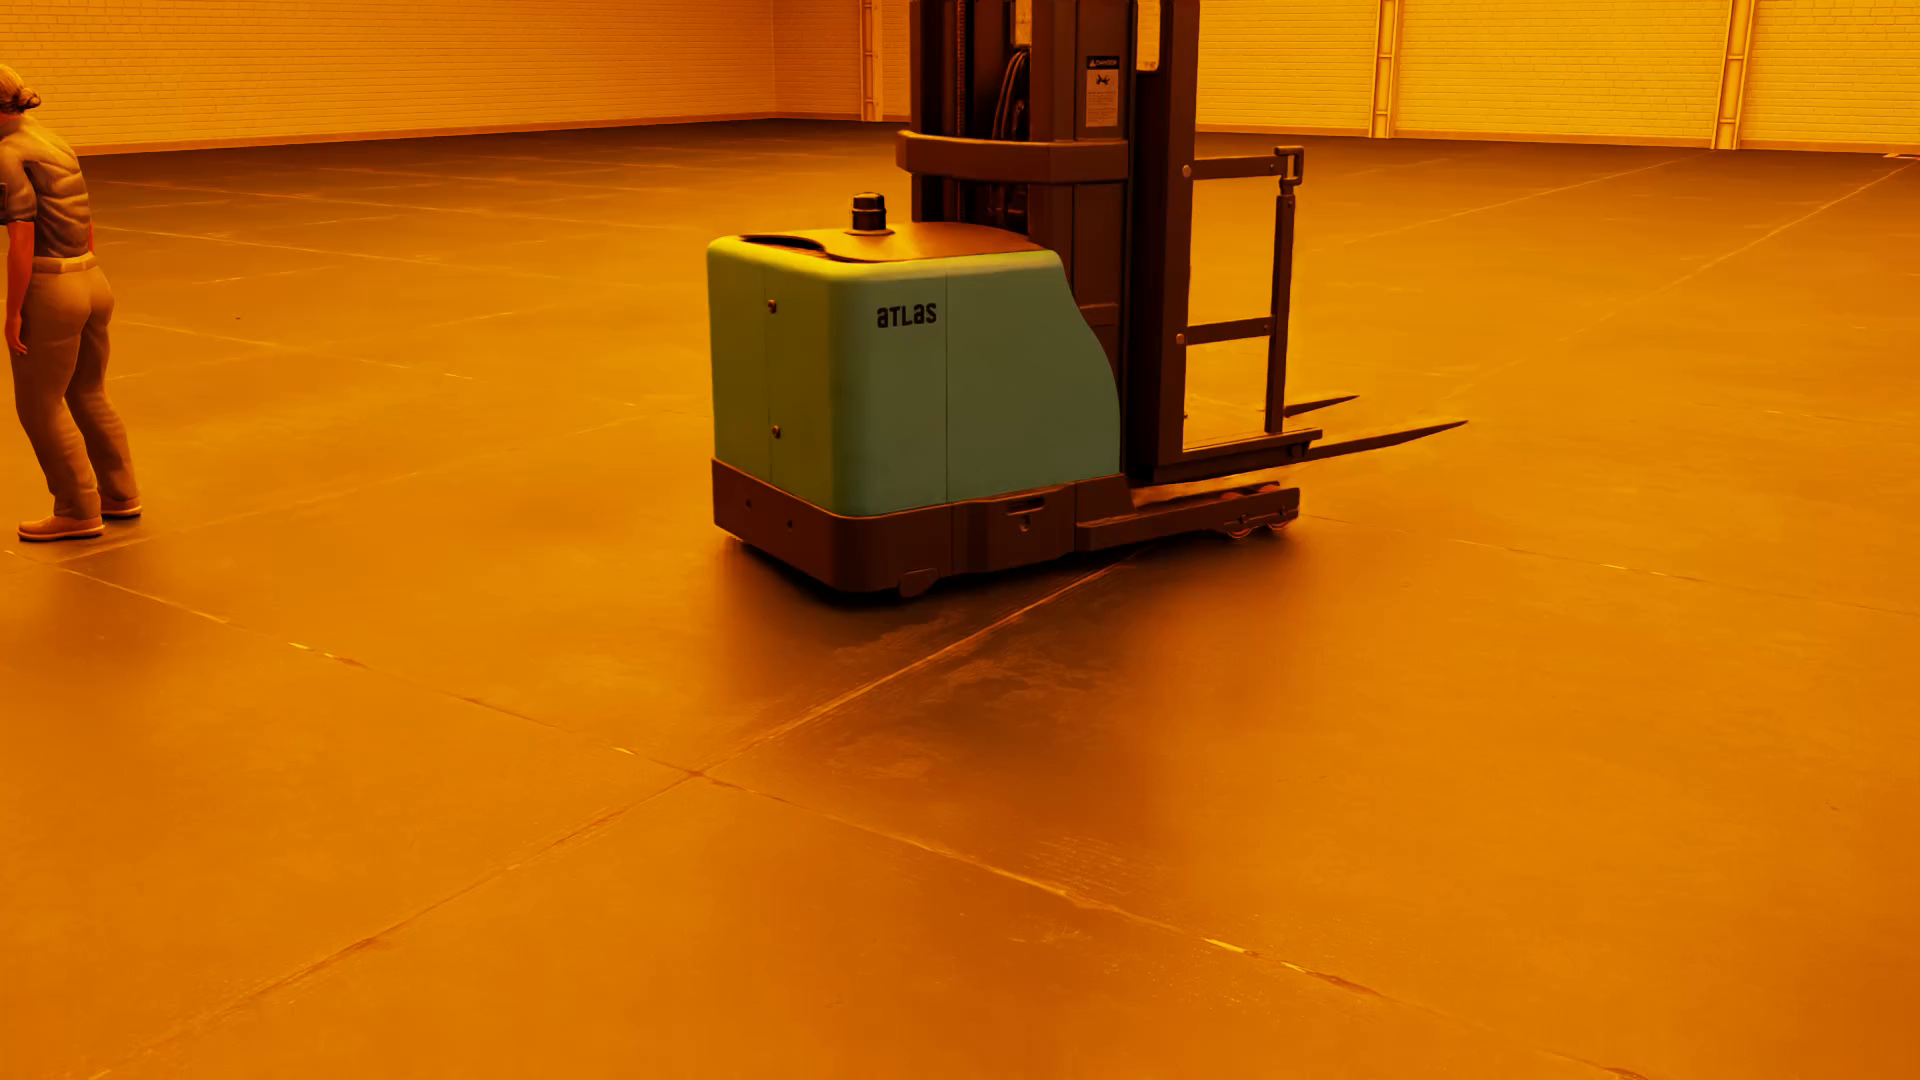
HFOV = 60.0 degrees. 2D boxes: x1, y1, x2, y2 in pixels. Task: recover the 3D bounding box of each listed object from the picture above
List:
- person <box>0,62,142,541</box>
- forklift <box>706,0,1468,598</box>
[{"bbox_3d":[-3.206,-0.838,5.870,0.351,1.653,0.525,0,17,1],"label":"person"},{"bbox_3d":[0.636,-1.524,5.928,3.031,2.935,1.130,-11,20,-32],"label":"forklift"}]
